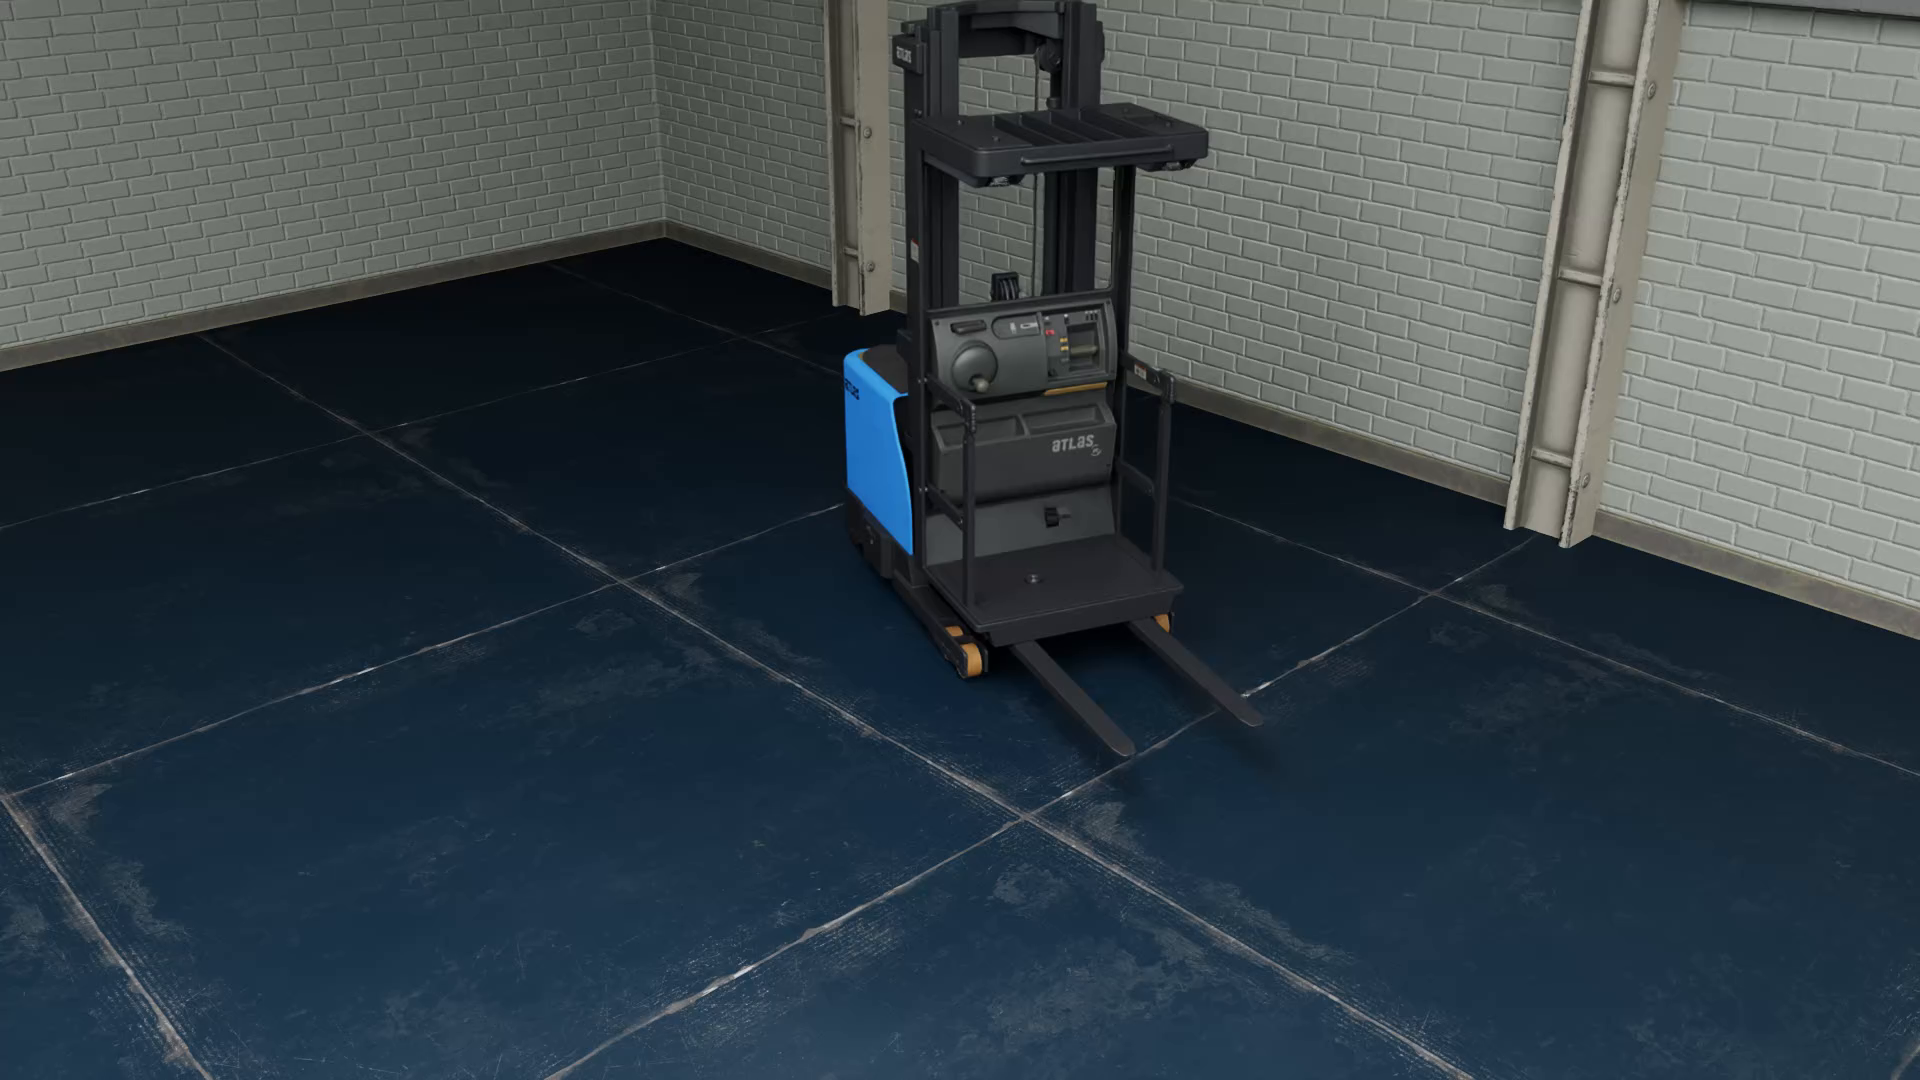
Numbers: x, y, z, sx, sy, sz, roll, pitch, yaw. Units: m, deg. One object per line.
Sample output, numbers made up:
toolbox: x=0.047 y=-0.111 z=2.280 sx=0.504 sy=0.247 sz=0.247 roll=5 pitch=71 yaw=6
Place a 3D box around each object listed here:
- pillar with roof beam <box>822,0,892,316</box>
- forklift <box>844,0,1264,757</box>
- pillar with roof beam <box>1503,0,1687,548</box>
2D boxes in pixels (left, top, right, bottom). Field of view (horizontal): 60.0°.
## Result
pillar with roof beam: x=-3.926 y=-4.747 z=8.813 sx=9.100 sy=9.000 sz=0.400 roll=-21 pitch=32 yaw=-38
forklift: x=0.395 y=-0.882 z=7.653 sx=1.130 sy=2.935 sz=3.031 roll=-10 pitch=26 yaw=-20
pillar with roof beam: x=0.175 y=-2.929 z=4.828 sx=9.100 sy=9.000 sz=0.400 roll=-21 pitch=32 yaw=-38
